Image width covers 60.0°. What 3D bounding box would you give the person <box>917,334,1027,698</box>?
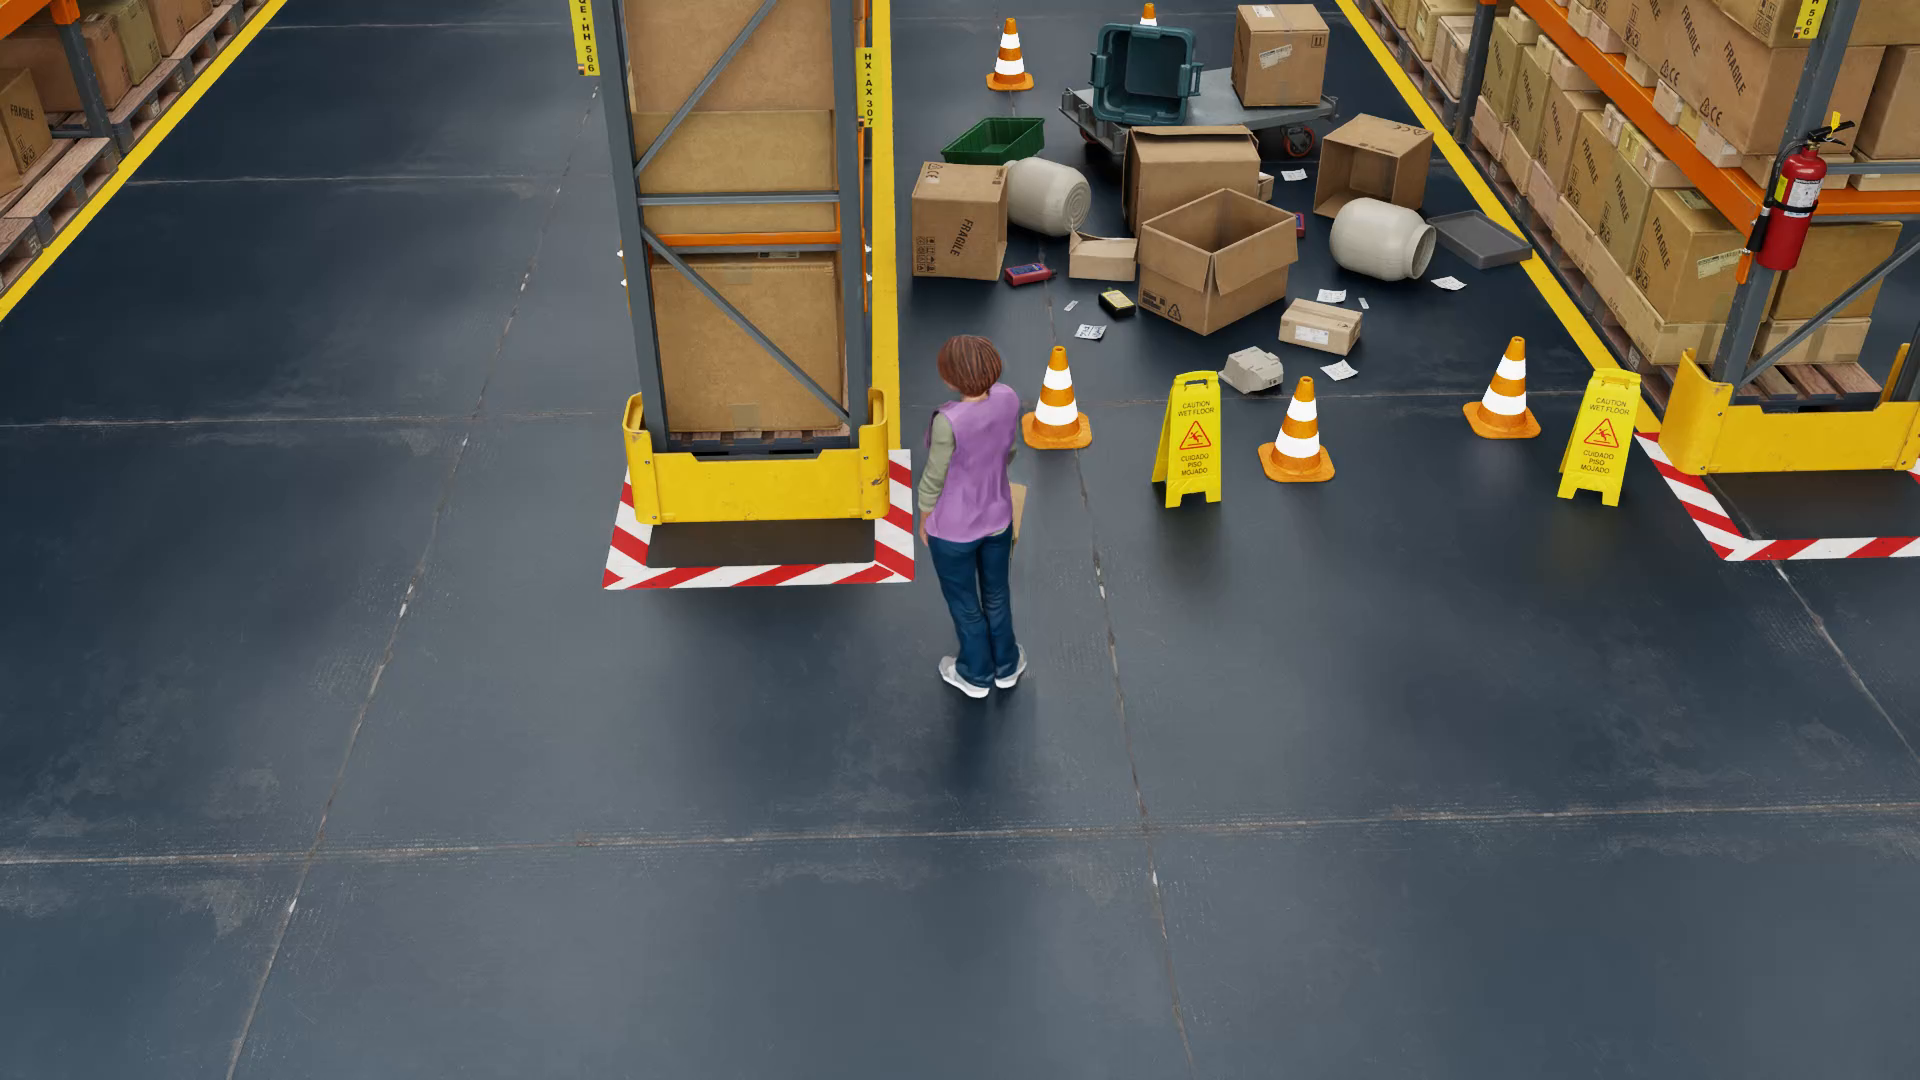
[{"bbox_3d":[0.052,-0.092,6.259,0.517,1.605,0.343,-22,41,-28],"label":"person"}]
